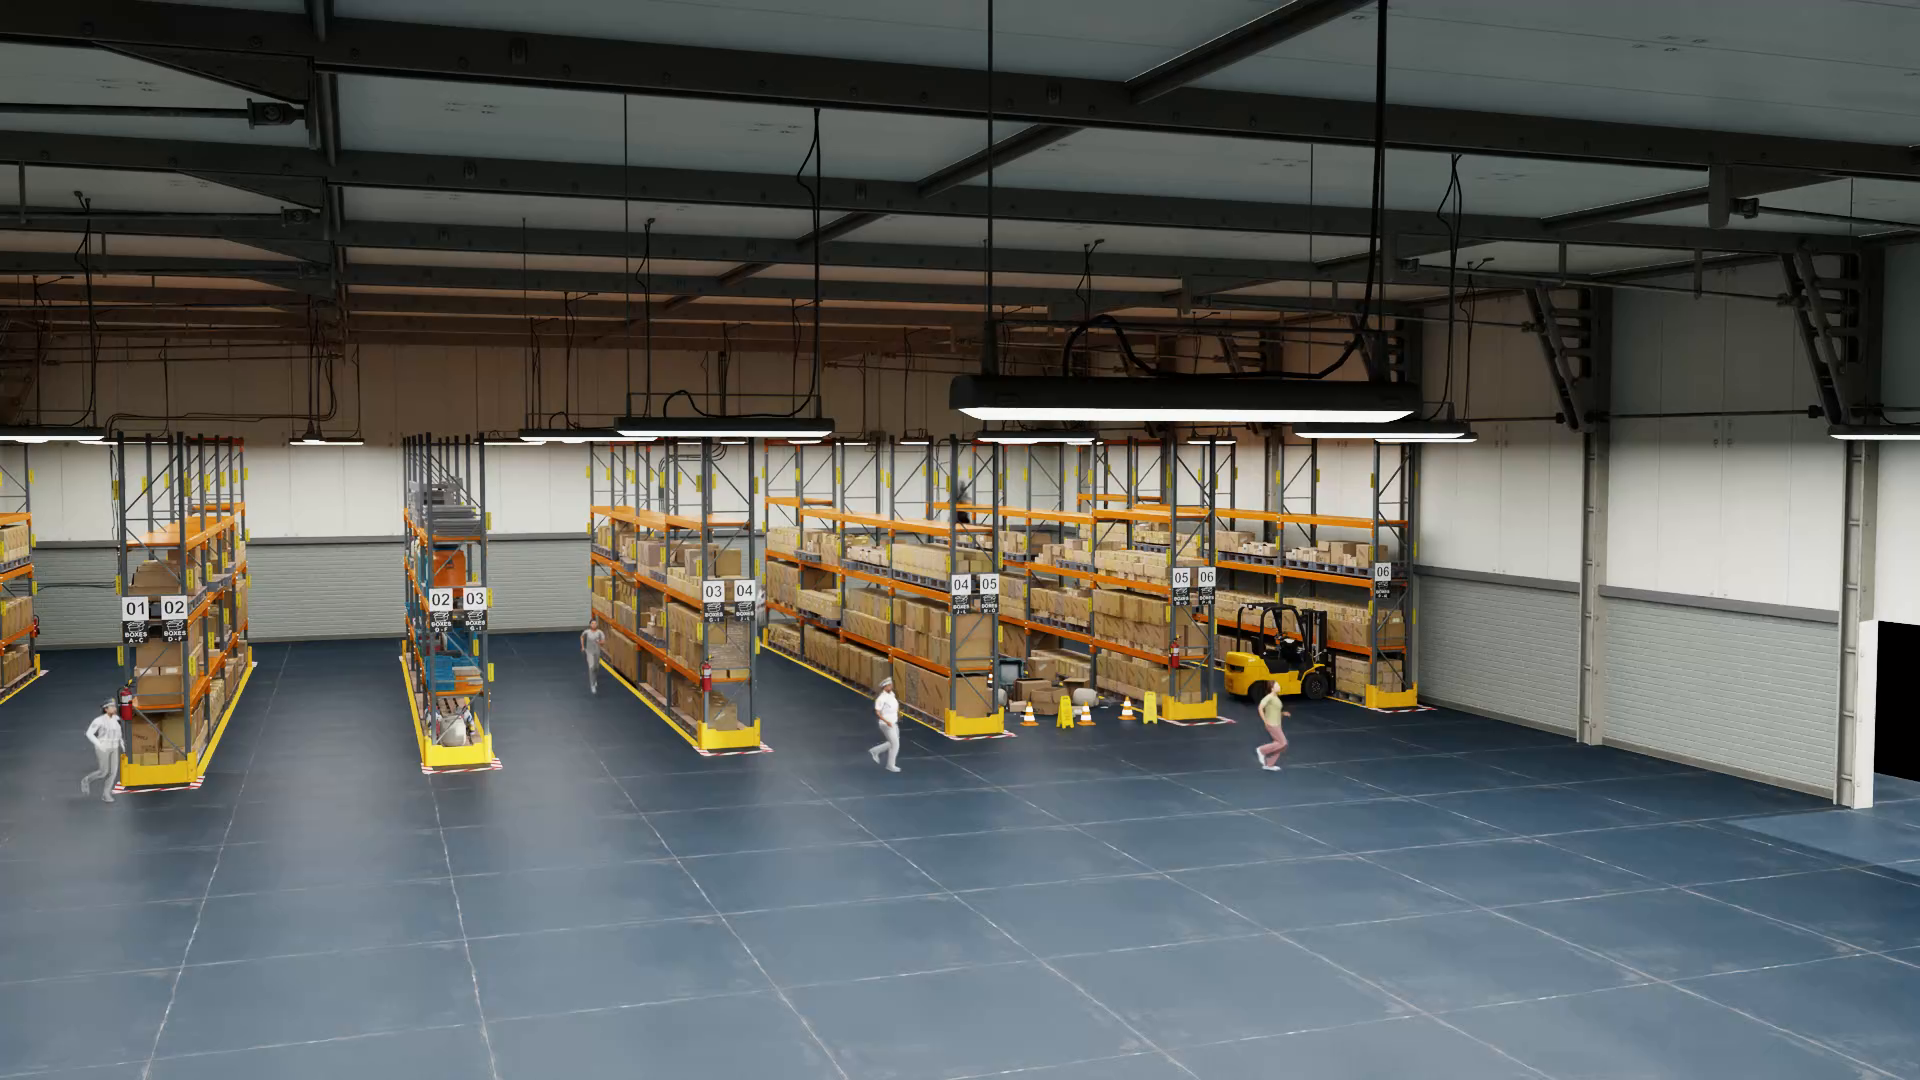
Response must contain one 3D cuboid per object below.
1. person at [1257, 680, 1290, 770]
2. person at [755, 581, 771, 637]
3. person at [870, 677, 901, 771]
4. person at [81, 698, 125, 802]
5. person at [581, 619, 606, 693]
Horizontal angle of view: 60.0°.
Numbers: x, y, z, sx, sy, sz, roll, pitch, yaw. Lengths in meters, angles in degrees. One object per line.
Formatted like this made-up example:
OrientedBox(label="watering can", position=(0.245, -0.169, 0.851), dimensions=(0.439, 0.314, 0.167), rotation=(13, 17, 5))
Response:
OrientedBox(label="person", position=(5.560, 3.279, 29.450), dimensions=(0.543, 1.605, 0.582), rotation=(2, 4, 29))
OrientedBox(label="person", position=(-5.807, 2.092, 49.203), dimensions=(0.822, 1.778, 0.711), rotation=(-3, 4, -43))
OrientedBox(label="person", position=(-1.327, 3.261, 29.552), dimensions=(0.611, 1.683, 0.576), rotation=(1, 3, 21))
OrientedBox(label="person", position=(-13.887, 3.399, 27.112), dimensions=(0.708, 1.632, 0.669), rotation=(1, 3, 25))
OrientedBox(label="person", position=(-8.645, 2.703, 39.212), dimensions=(0.529, 1.715, 0.856), rotation=(-1, 3, -21))
